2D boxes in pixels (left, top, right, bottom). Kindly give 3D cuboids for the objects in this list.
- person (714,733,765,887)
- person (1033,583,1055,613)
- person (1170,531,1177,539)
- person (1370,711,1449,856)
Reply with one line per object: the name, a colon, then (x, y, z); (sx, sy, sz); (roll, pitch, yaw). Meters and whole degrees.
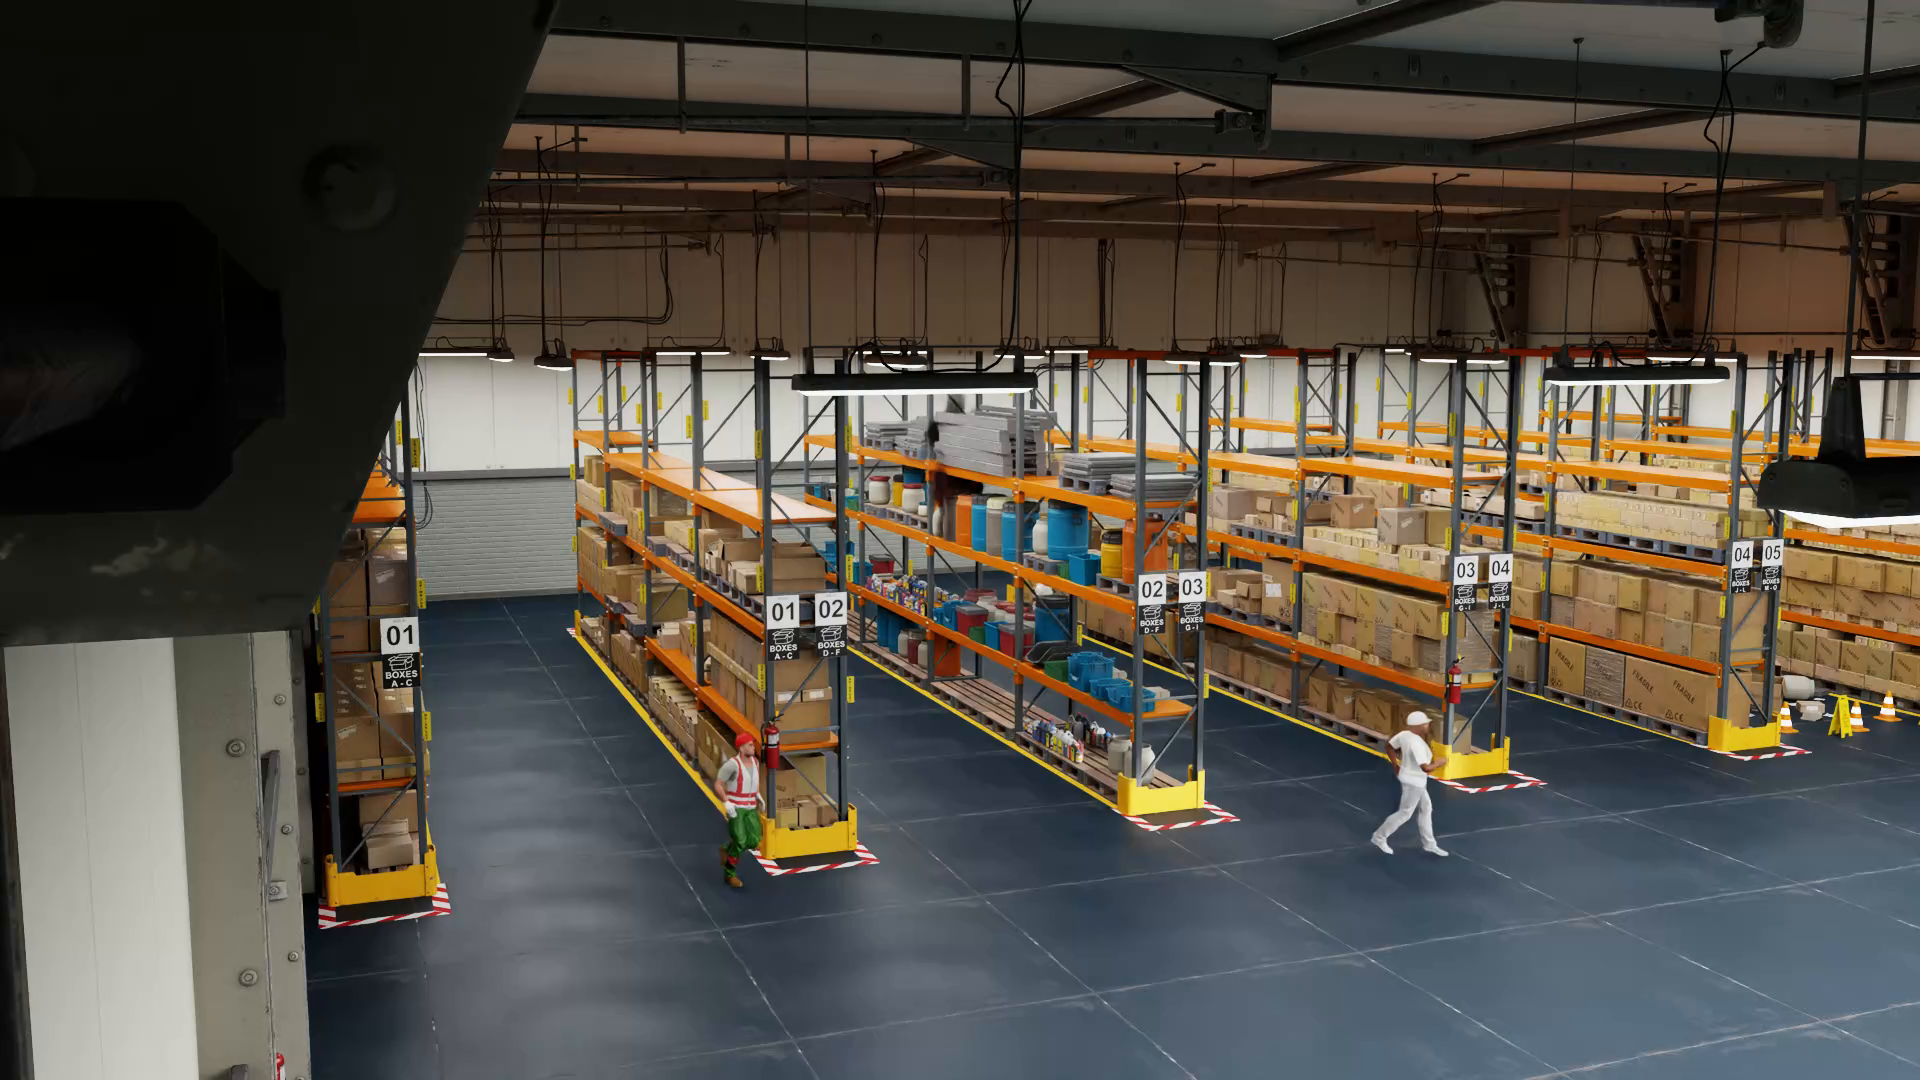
person: (-2.562, 3.095, 19.311); (0.573, 1.727, 0.702); (6, 9, 39)
person: (1.619, 1.421, 33.025); (0.576, 1.698, 0.942); (-3, 8, -24)
person: (5.142, 0.457, 40.864); (0.543, 1.600, 0.674); (-6, 9, -40)
person: (5.441, 2.941, 20.042); (0.950, 1.781, 0.688); (1, 7, 4)
